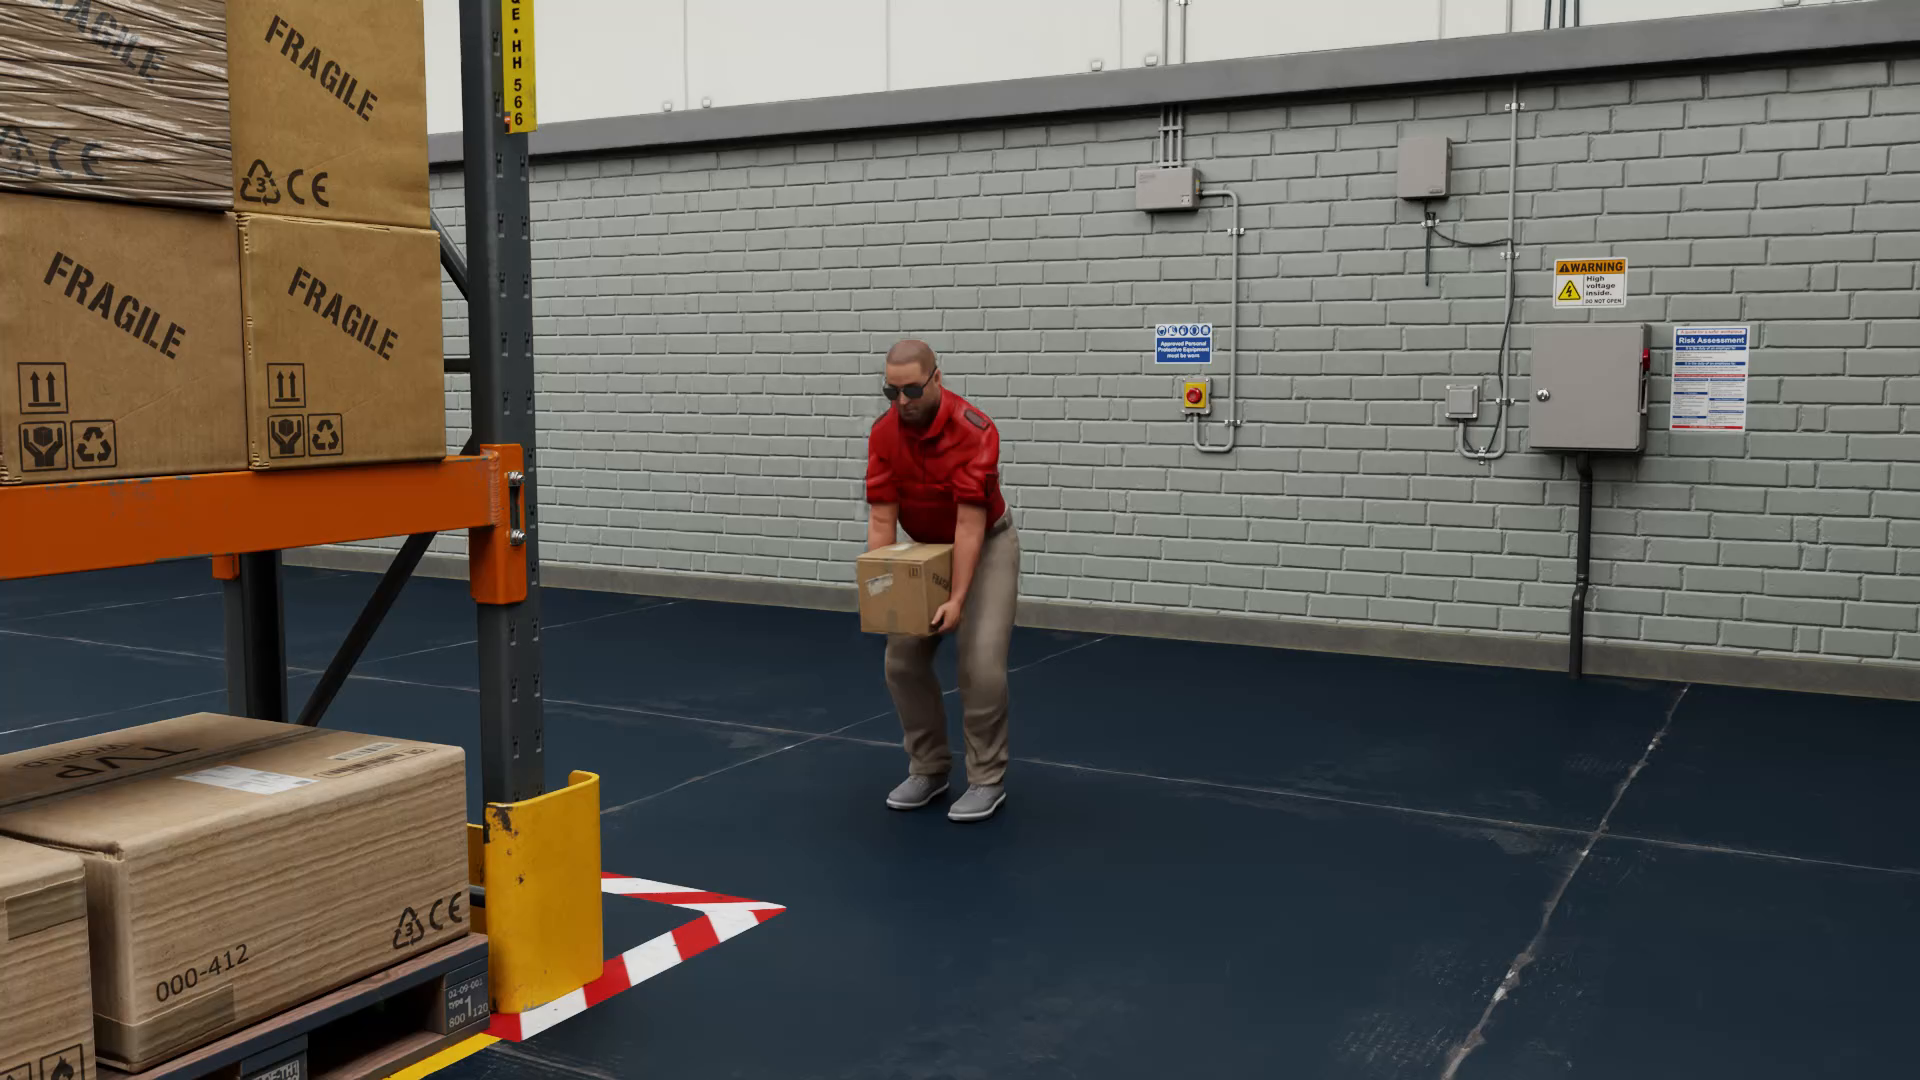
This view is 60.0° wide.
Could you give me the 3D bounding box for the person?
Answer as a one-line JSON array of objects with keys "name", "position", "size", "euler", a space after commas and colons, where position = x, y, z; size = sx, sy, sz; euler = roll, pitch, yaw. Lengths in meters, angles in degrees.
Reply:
[{"name": "person", "position": [-0.061, 0.137, 5.571], "size": [0.487, 1.595, 0.675], "euler": [3, 7, 27]}]
